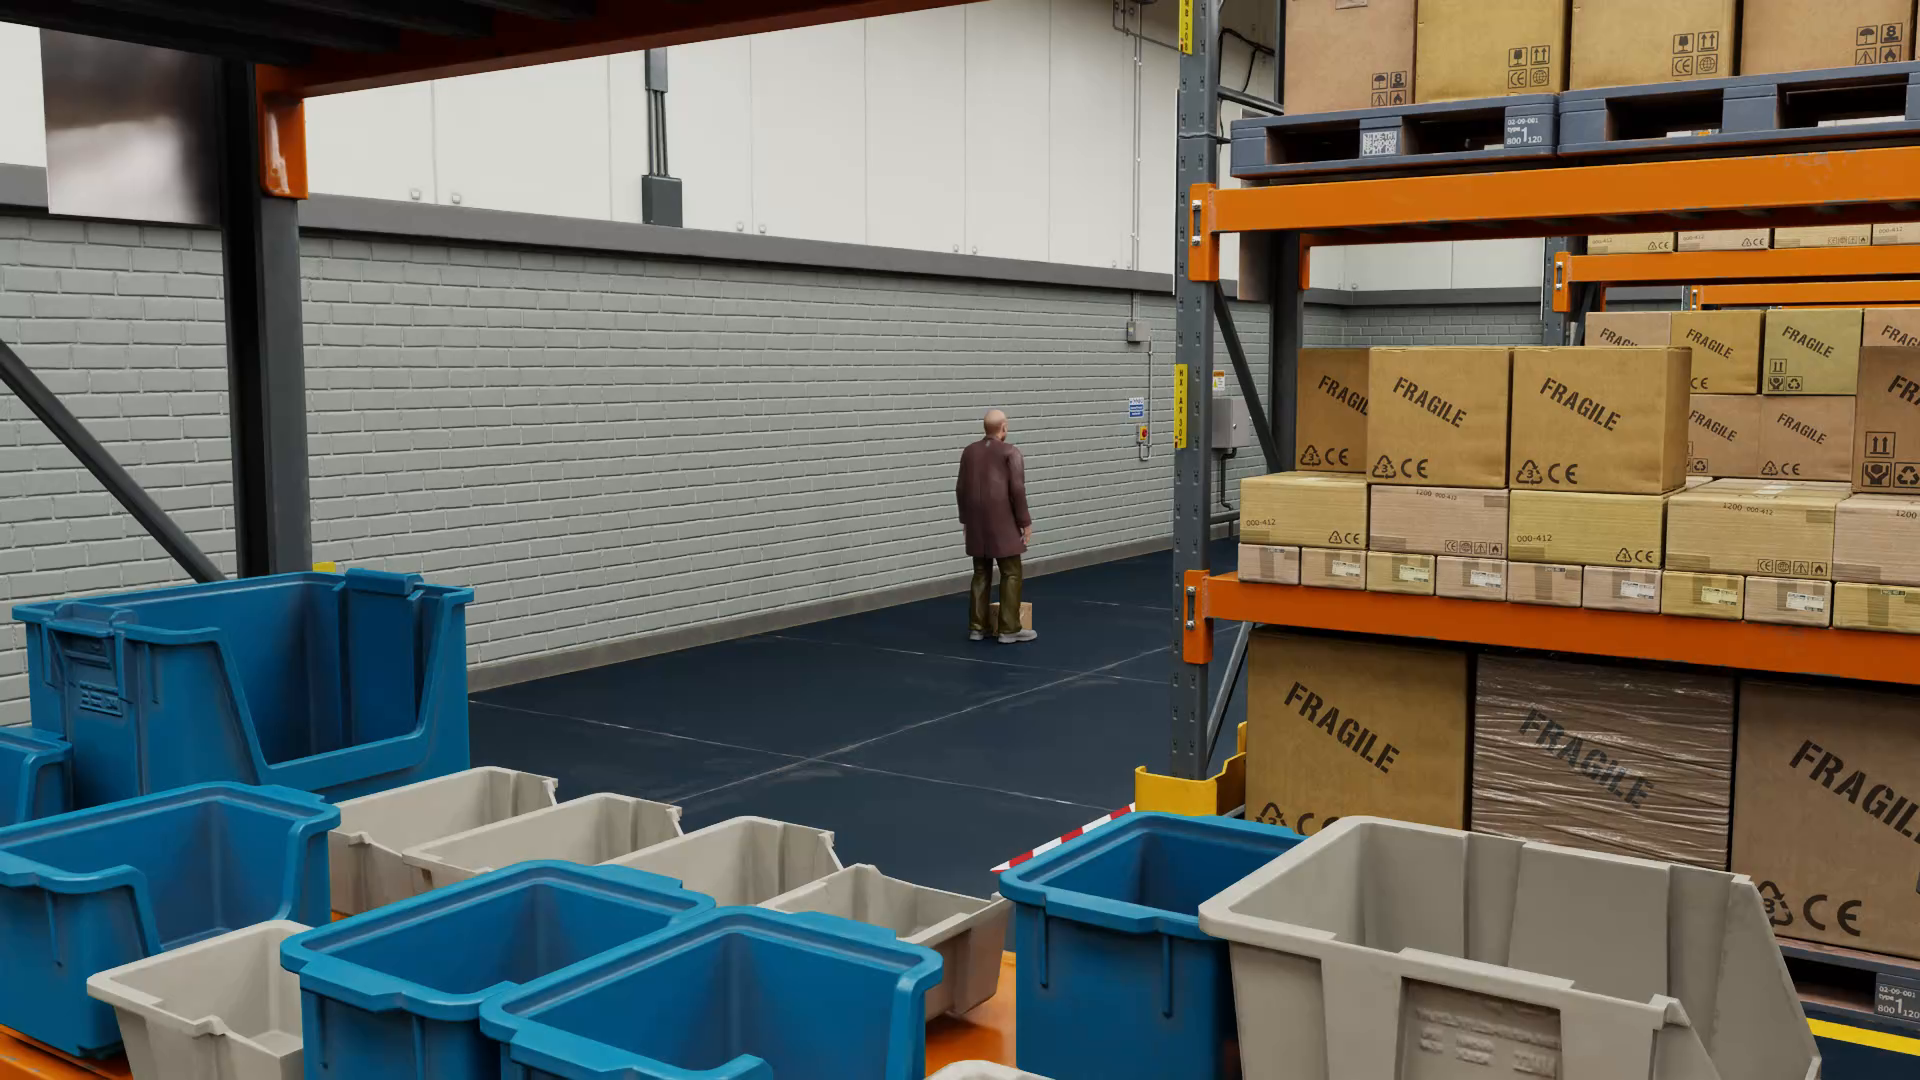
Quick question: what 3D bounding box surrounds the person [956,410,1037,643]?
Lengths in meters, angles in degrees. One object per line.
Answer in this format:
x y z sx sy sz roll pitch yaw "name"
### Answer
0.264 -0.112 12.790 0.642 1.774 0.422 4 7 34 "person"
